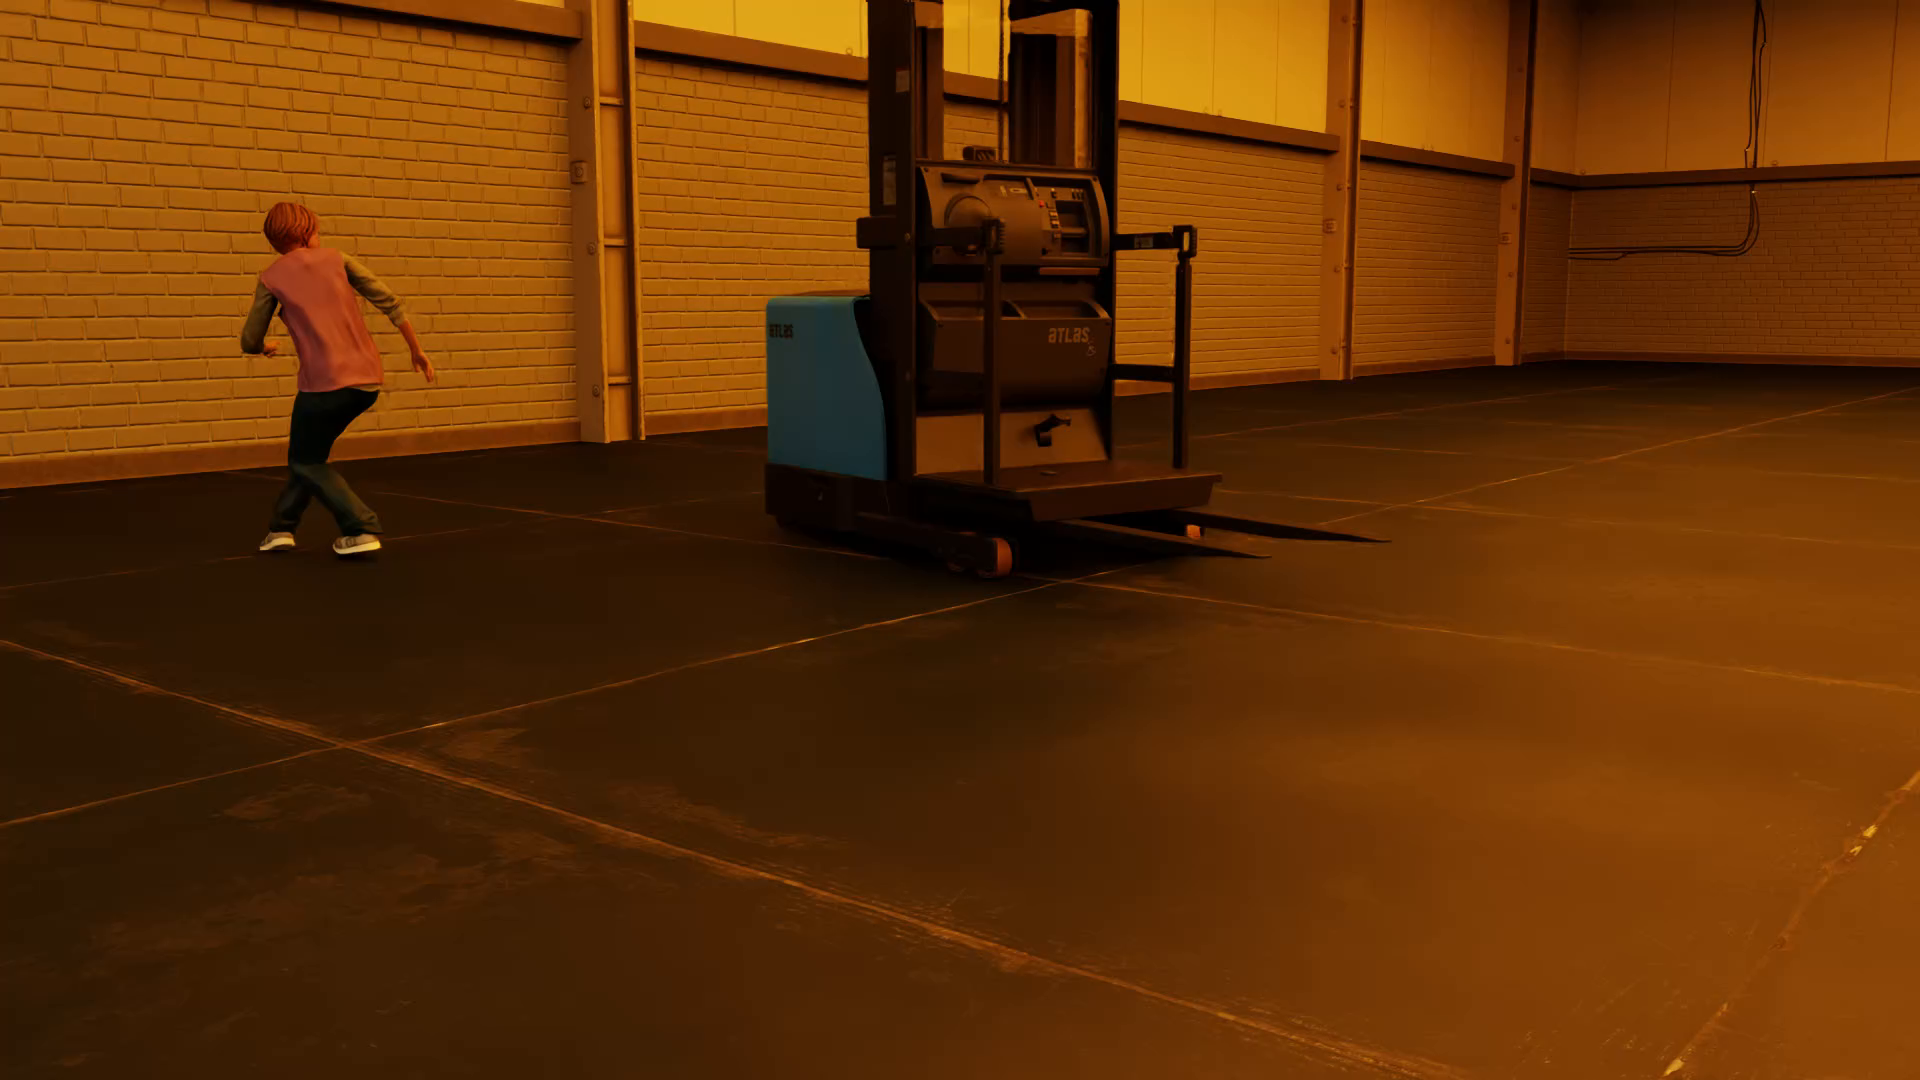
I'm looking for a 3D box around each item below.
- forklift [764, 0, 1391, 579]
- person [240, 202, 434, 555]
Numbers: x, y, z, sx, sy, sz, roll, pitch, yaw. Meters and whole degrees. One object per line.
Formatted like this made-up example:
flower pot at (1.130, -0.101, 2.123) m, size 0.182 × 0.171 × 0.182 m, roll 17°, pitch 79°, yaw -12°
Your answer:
forklift at (0.363, -1.379, 6.707) m, size 1.130 × 2.935 × 3.031 m, roll -6°, pitch 10°, yaw -36°
person at (-2.643, -0.666, 6.986) m, size 0.744 × 1.466 × 0.656 m, roll 8°, pitch 11°, yaw 42°
